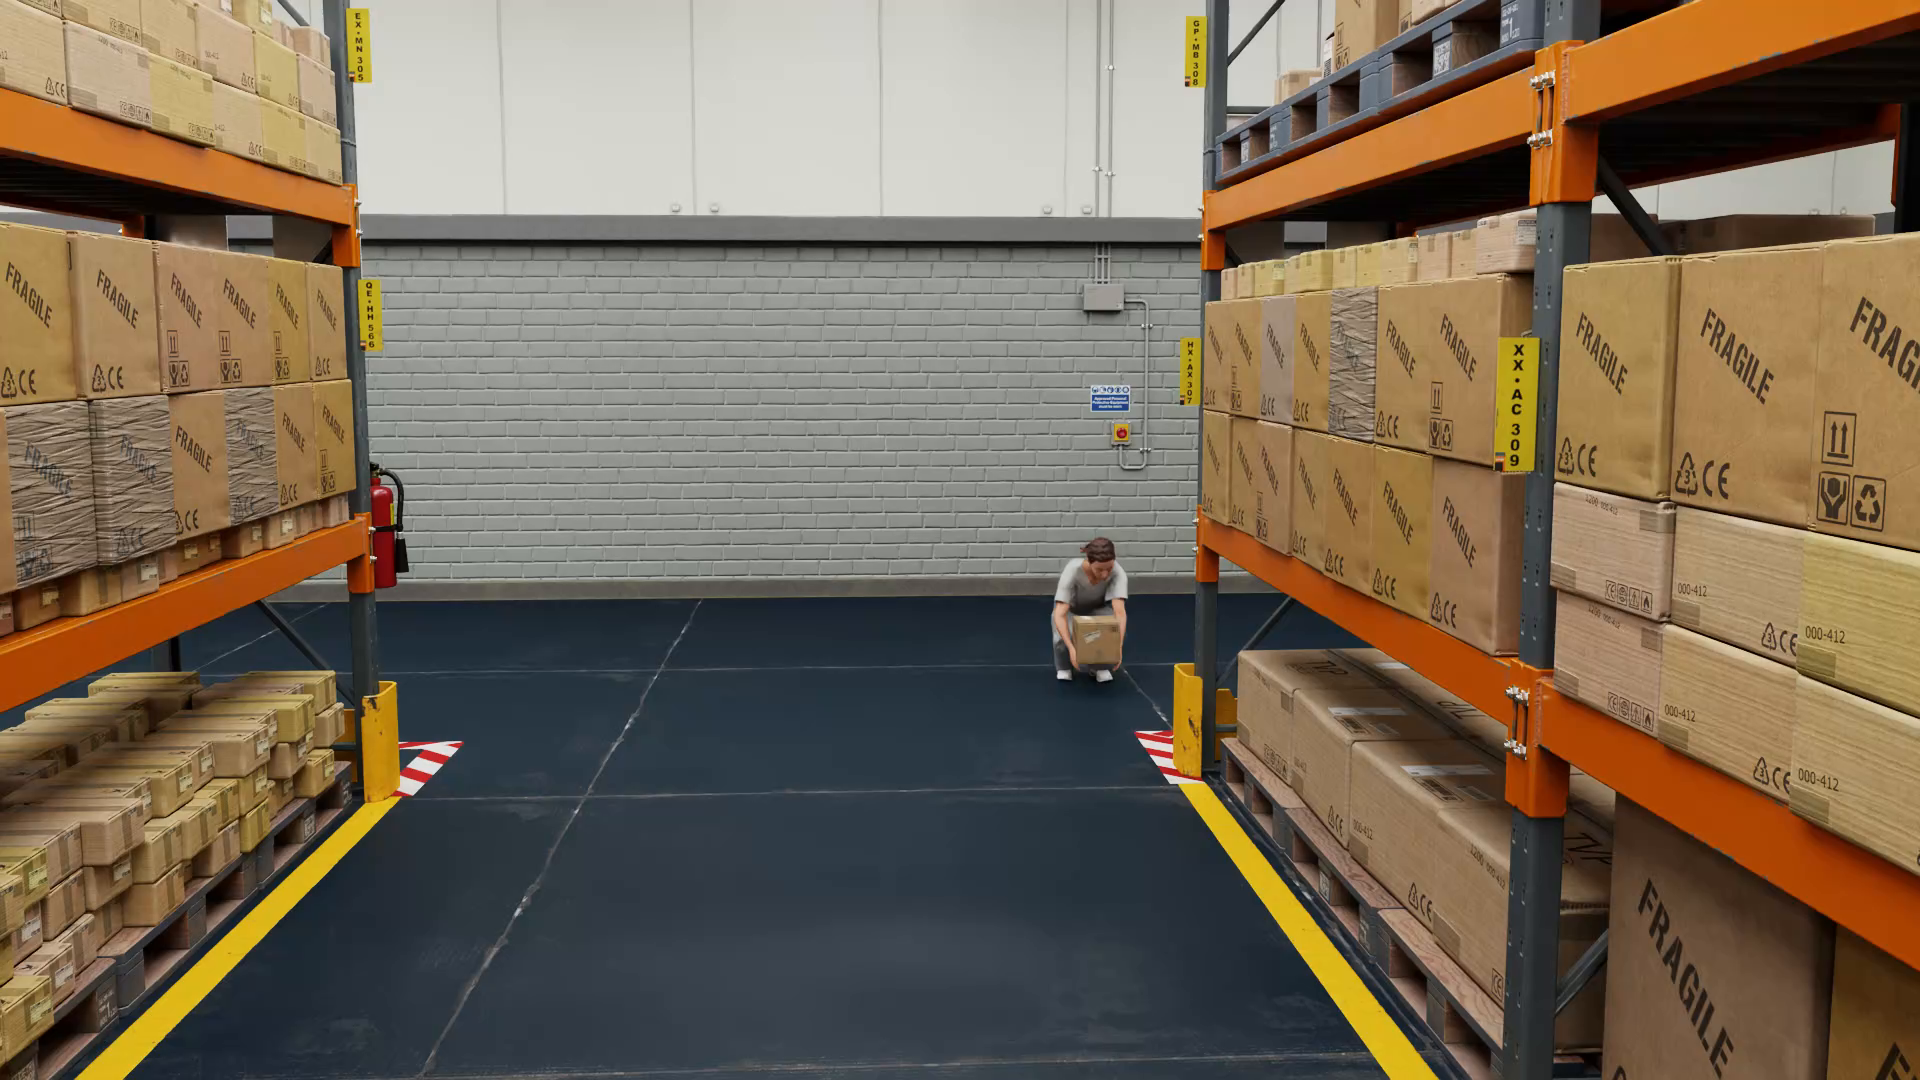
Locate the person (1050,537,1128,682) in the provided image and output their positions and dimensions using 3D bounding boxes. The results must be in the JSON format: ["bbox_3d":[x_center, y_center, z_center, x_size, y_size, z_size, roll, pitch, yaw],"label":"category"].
[{"bbox_3d":[0.798,0.426,10.342,0.475,0.939,0.792,0,7,-4],"label":"person"}]
